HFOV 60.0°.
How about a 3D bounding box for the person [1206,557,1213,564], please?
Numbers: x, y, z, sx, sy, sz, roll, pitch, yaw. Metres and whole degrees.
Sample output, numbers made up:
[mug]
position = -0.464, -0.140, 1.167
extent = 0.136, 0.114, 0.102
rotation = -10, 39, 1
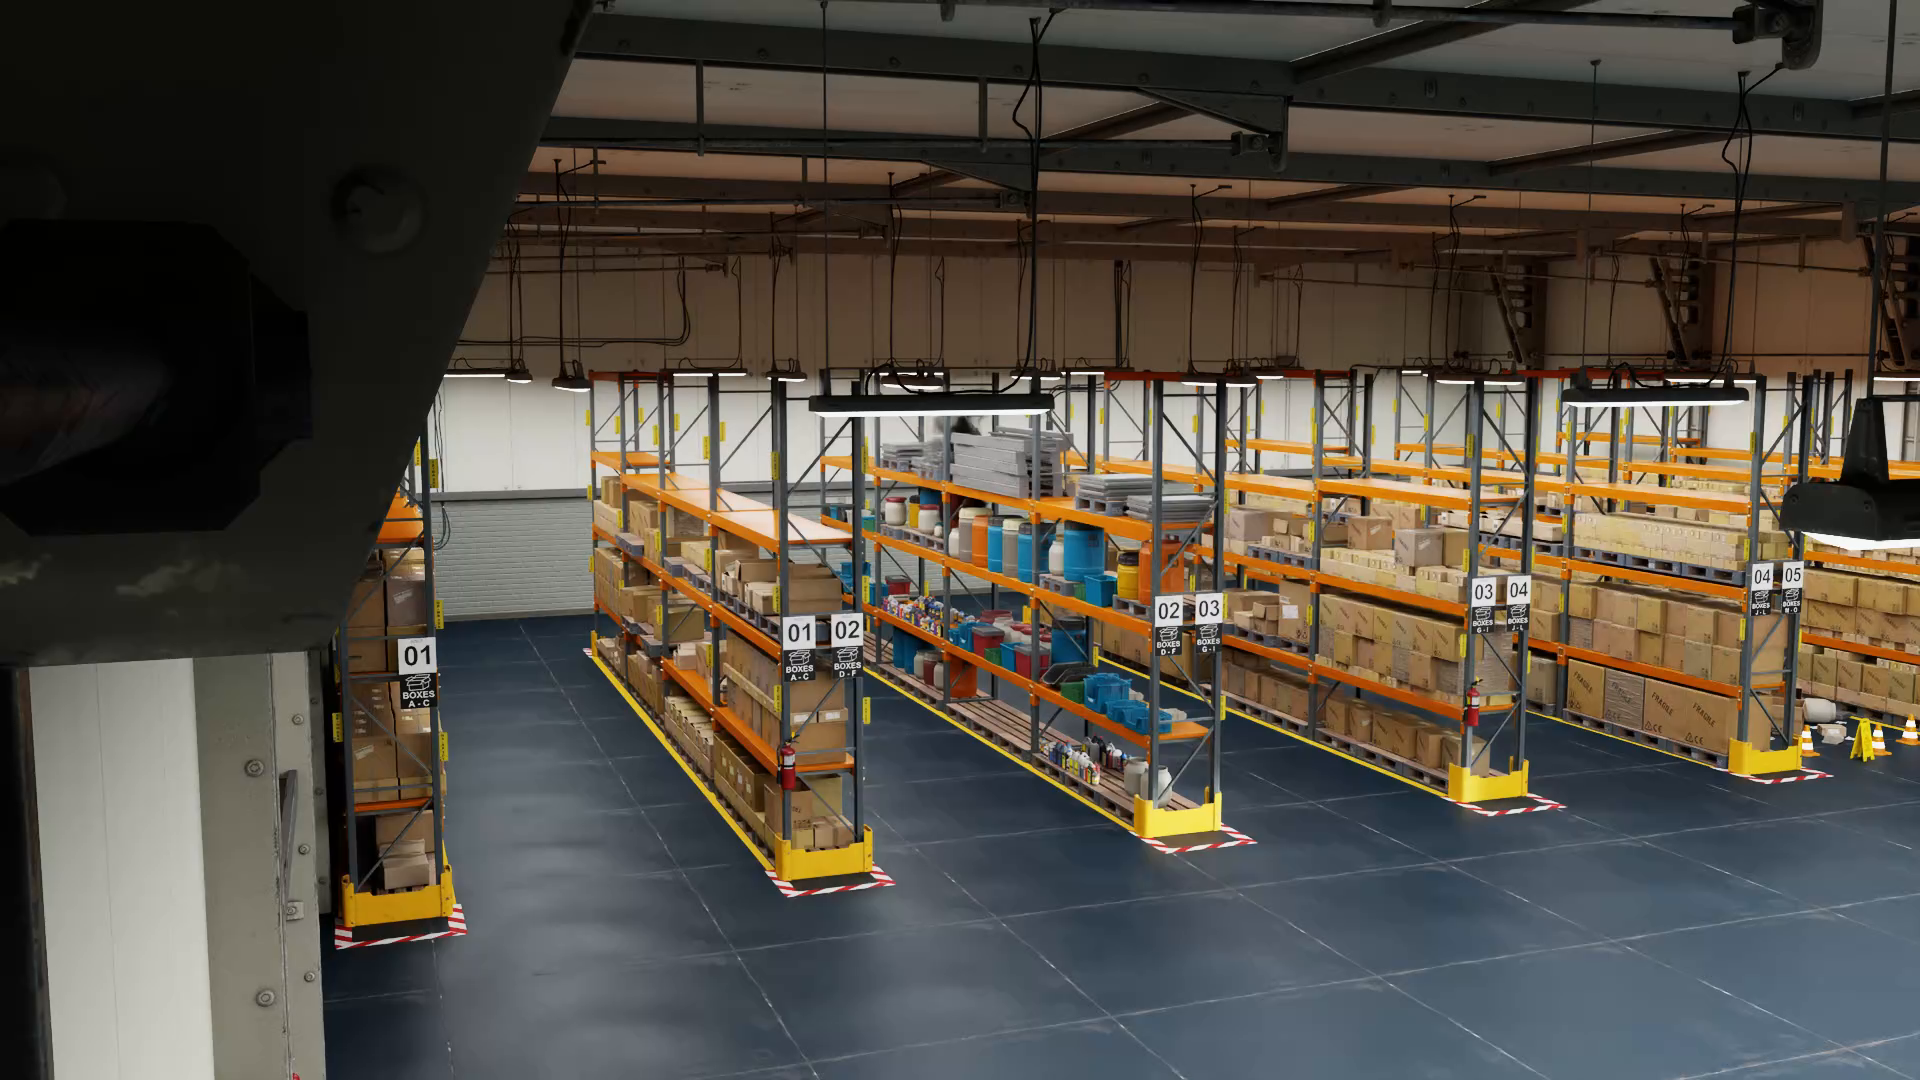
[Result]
[person]
position = 6.241, 0.979, 41.255
extent = 0.601, 1.559, 0.582
rotation = -3, 7, -27
